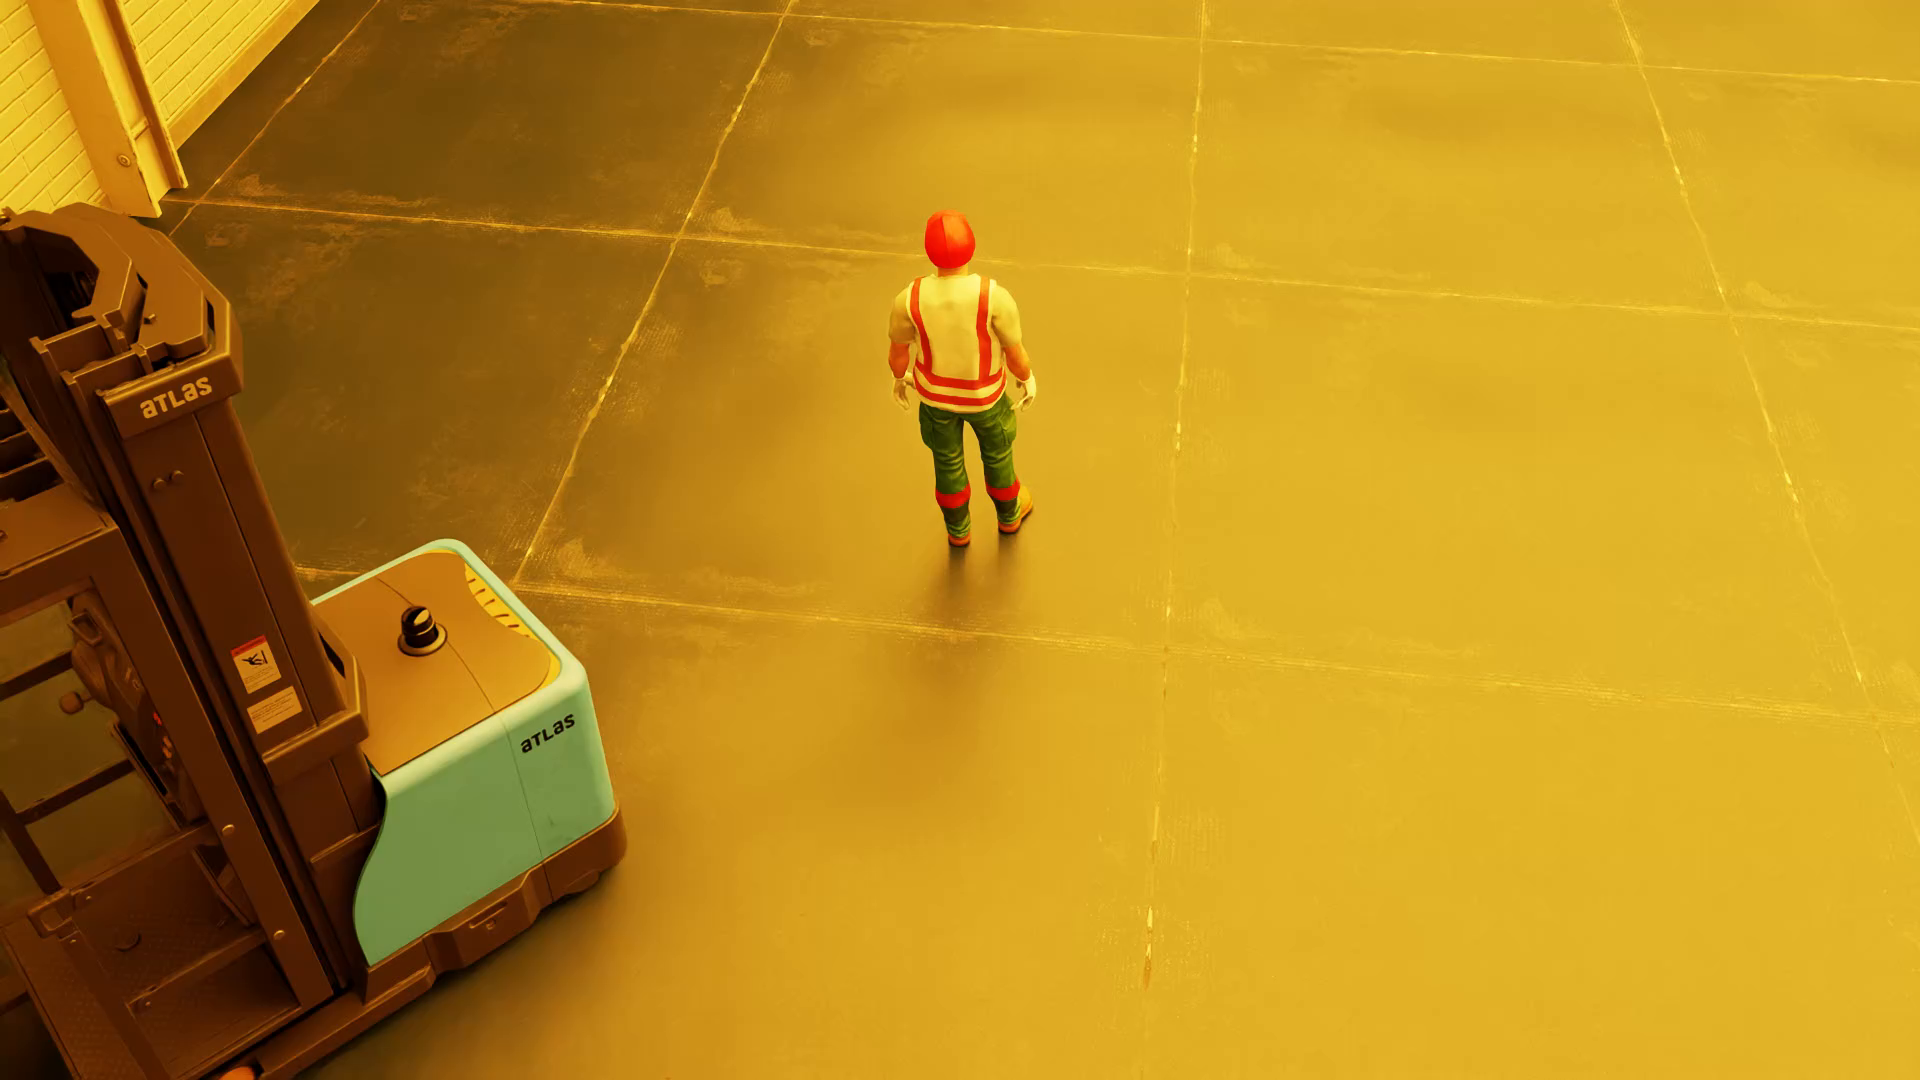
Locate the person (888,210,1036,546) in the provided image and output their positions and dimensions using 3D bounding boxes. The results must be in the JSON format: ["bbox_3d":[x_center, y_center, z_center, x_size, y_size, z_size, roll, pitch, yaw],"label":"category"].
[{"bbox_3d":[0.022,-0.717,7.338,0.638,1.787,0.564,5,43,6],"label":"person"}]

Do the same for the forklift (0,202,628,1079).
[{"bbox_3d":[-2.739,0.583,5.090,3.031,2.935,1.130,-31,51,-29],"label":"forklift"}]
